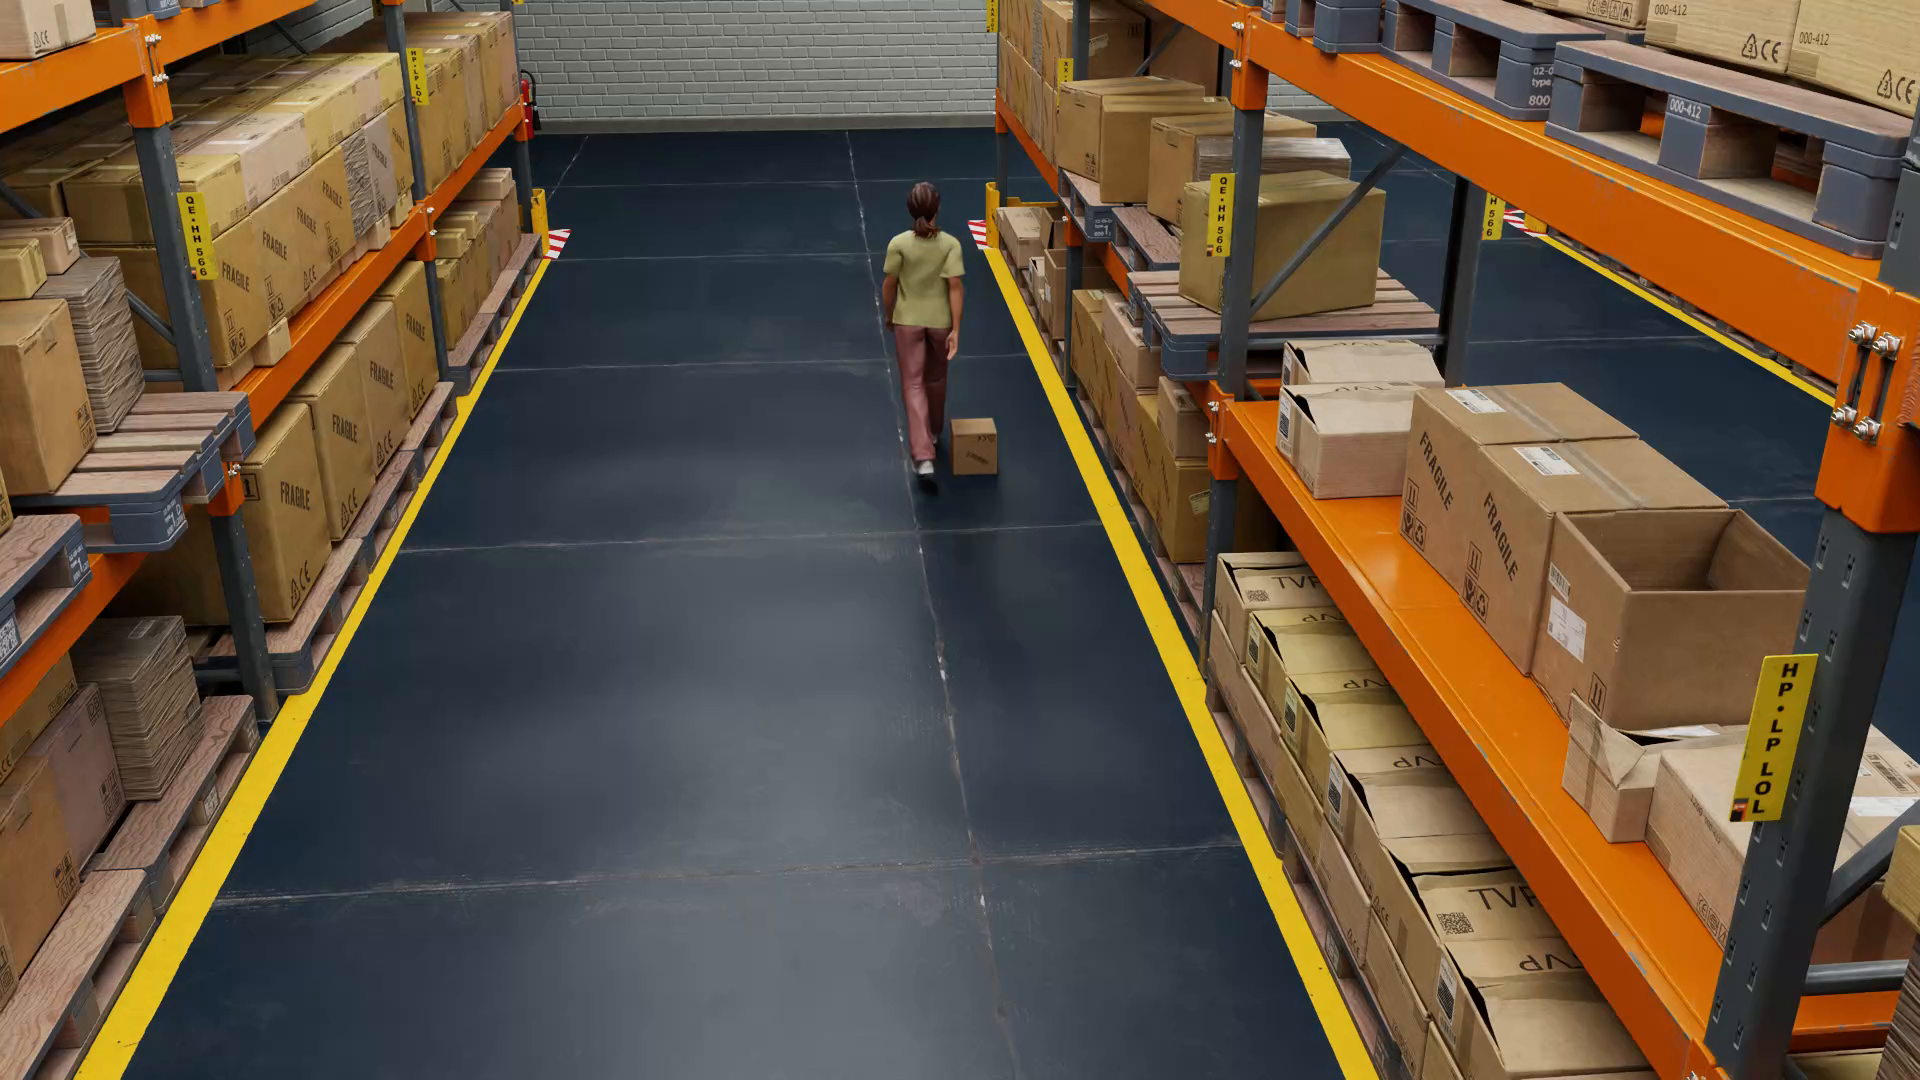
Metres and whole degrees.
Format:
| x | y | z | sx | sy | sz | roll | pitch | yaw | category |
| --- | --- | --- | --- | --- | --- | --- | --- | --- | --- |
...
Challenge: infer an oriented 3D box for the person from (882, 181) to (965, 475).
| x | y | z | sx | sy | sz | roll | pitch | yaw | category |
| --- | --- | --- | --- | --- | --- | --- | --- | --- | --- |
| -0.214 | -1.210 | 9.373 | 0.443 | 1.600 | 1.020 | -4 | 24 | -8 | person |
